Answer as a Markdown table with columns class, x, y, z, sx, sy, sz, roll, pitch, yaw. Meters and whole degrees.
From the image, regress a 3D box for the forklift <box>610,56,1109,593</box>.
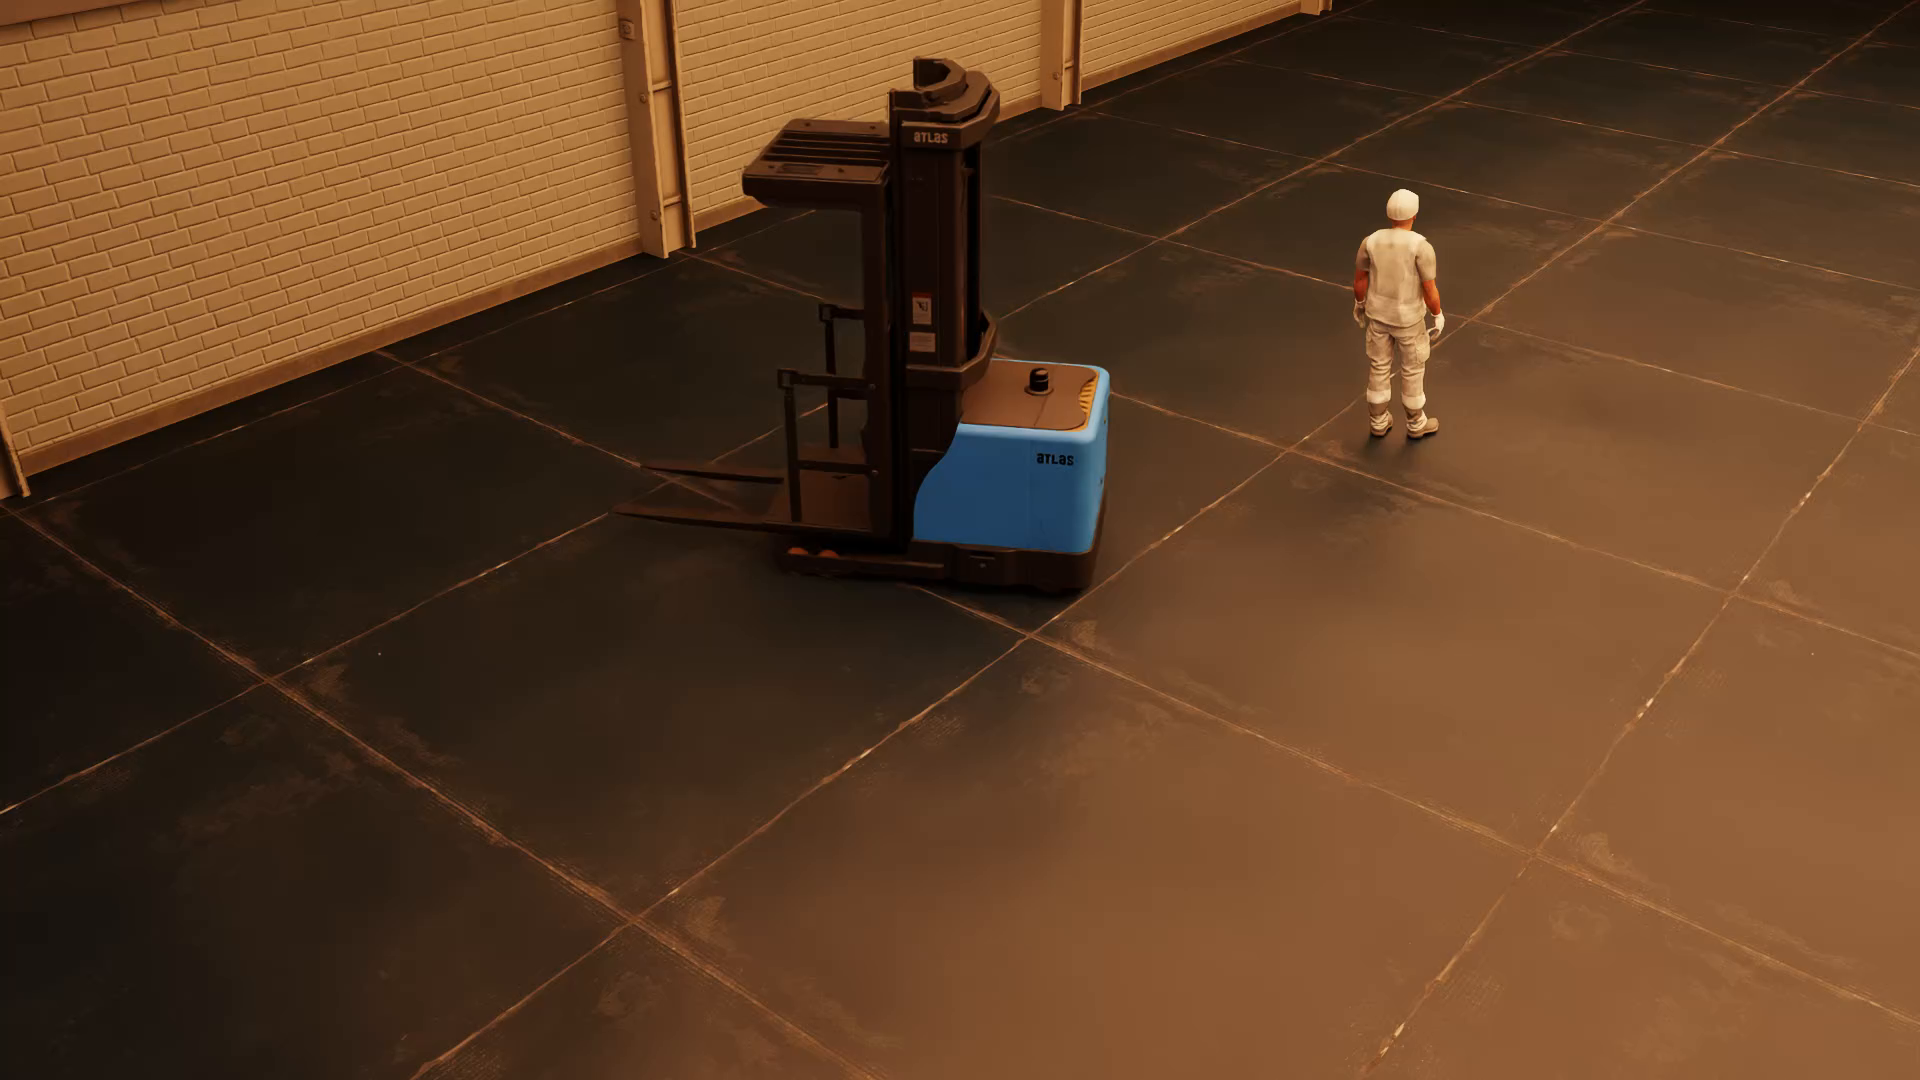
| class | x | y | z | sx | sy | sz | roll | pitch | yaw |
| --- | --- | --- | --- | --- | --- | --- | --- | --- | --- |
| forklift | -0.637 | -1.293 | 9.808 | 3.031 | 2.935 | 1.130 | 5 | 31 | 8 |

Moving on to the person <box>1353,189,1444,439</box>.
| class | x | y | z | sx | sy | sz | roll | pitch | yaw |
| --- | --- | --- | --- | --- | --- | --- | --- | --- | --- |
| person | 3.020 | -1.555 | 11.374 | 0.638 | 1.791 | 0.561 | 21 | 36 | 32 |
